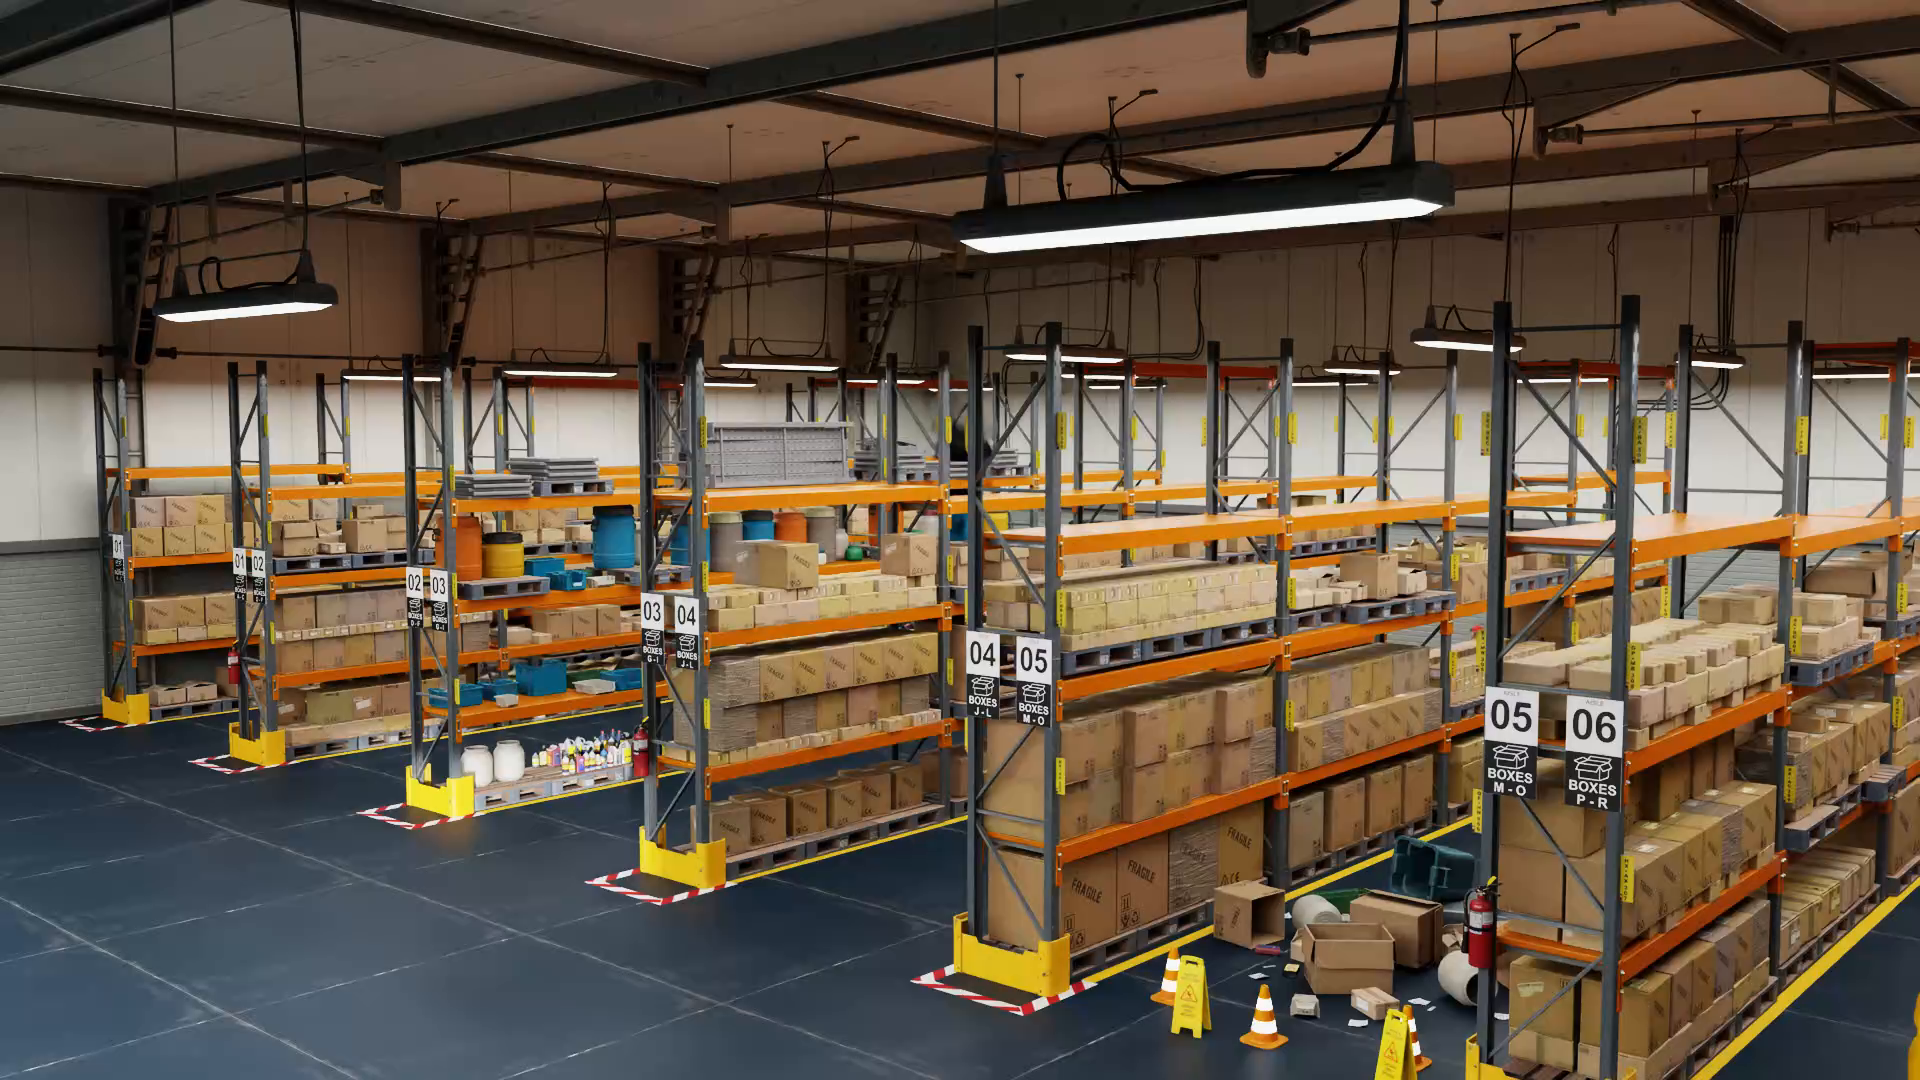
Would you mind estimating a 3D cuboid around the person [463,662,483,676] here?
[{"bbox_3d":[-8.592,2.180,29.525,0.549,1.624,0.558,3,5,34],"label":"person"}]

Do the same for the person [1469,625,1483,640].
[{"bbox_3d":[8.416,2.281,26.919,0.888,1.819,0.677,-4,6,-43],"label":"person"}]
